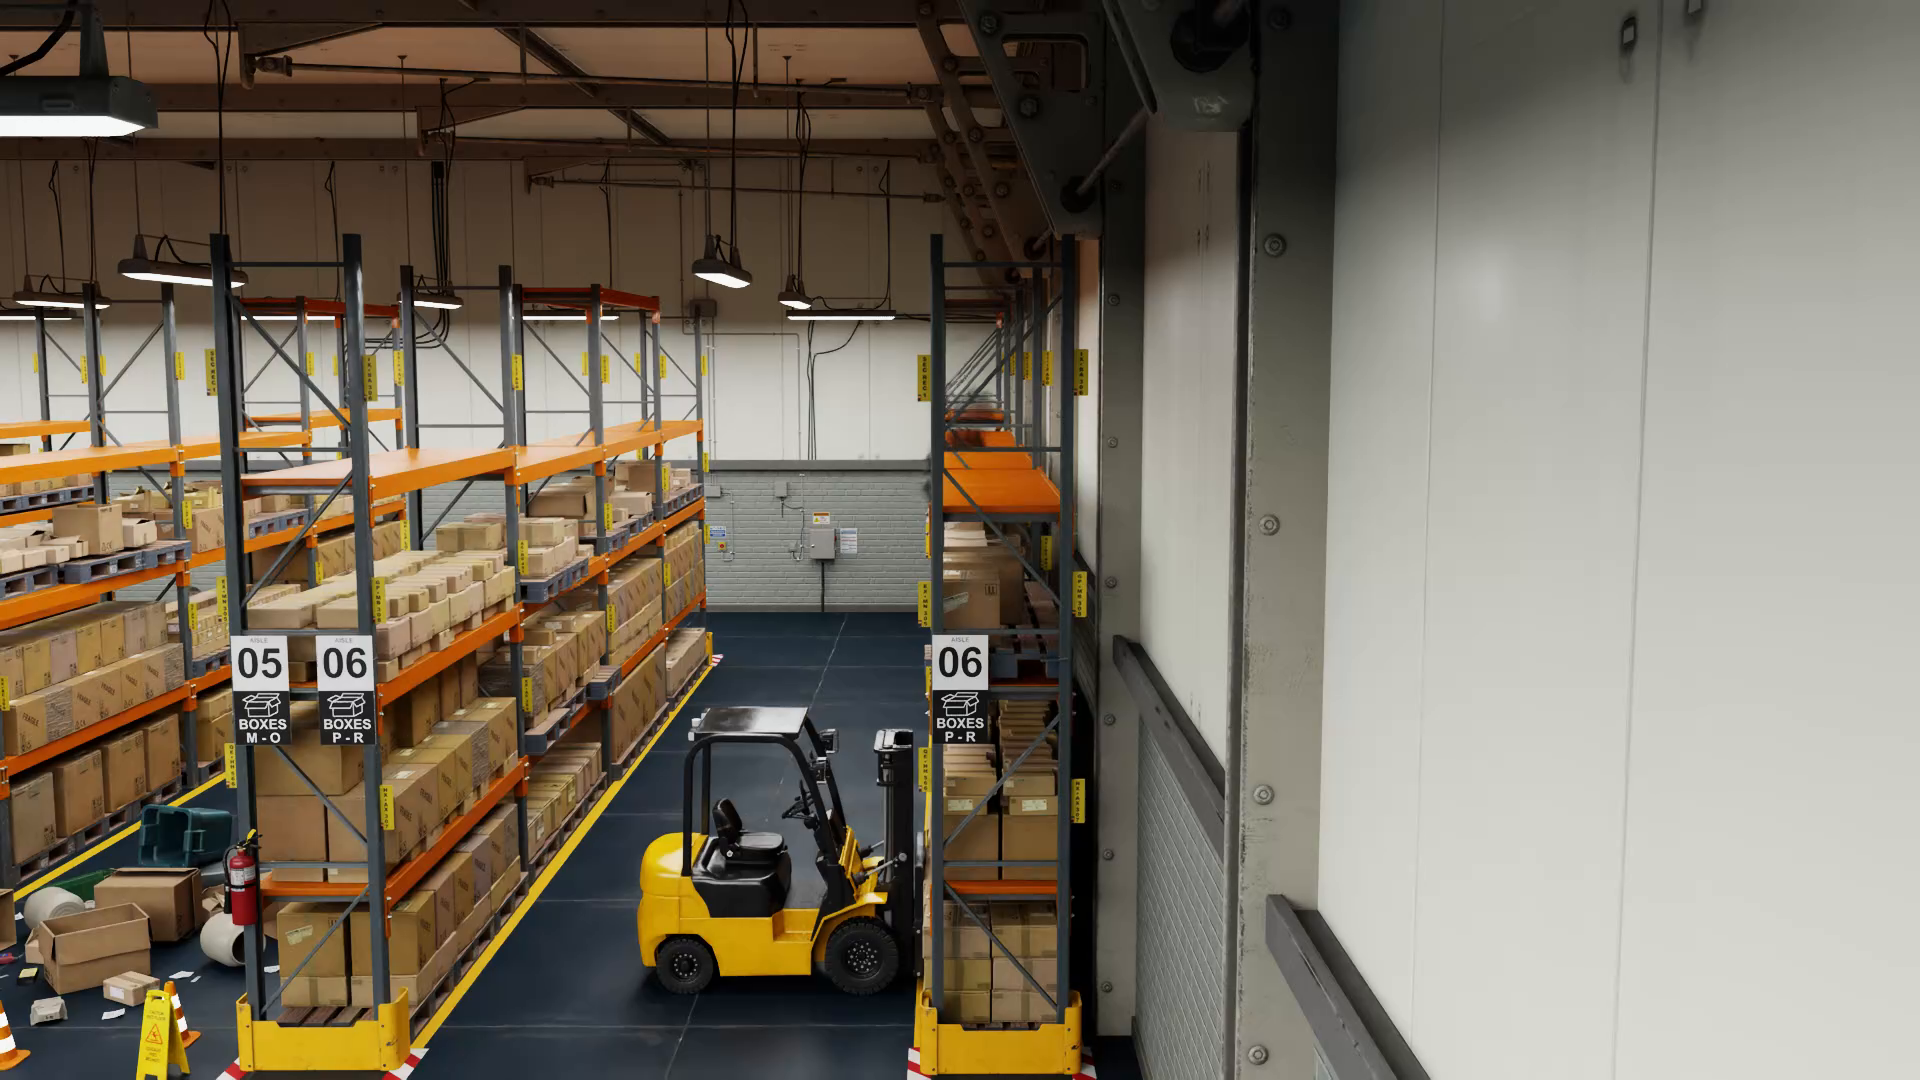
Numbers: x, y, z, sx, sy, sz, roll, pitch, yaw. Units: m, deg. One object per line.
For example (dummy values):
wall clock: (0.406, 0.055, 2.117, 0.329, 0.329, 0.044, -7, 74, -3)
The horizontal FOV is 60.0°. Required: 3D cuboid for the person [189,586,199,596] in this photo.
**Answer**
person: (-11.450, 1.539, 24.894, 0.678, 1.769, 0.868, 1, 6, 6)
